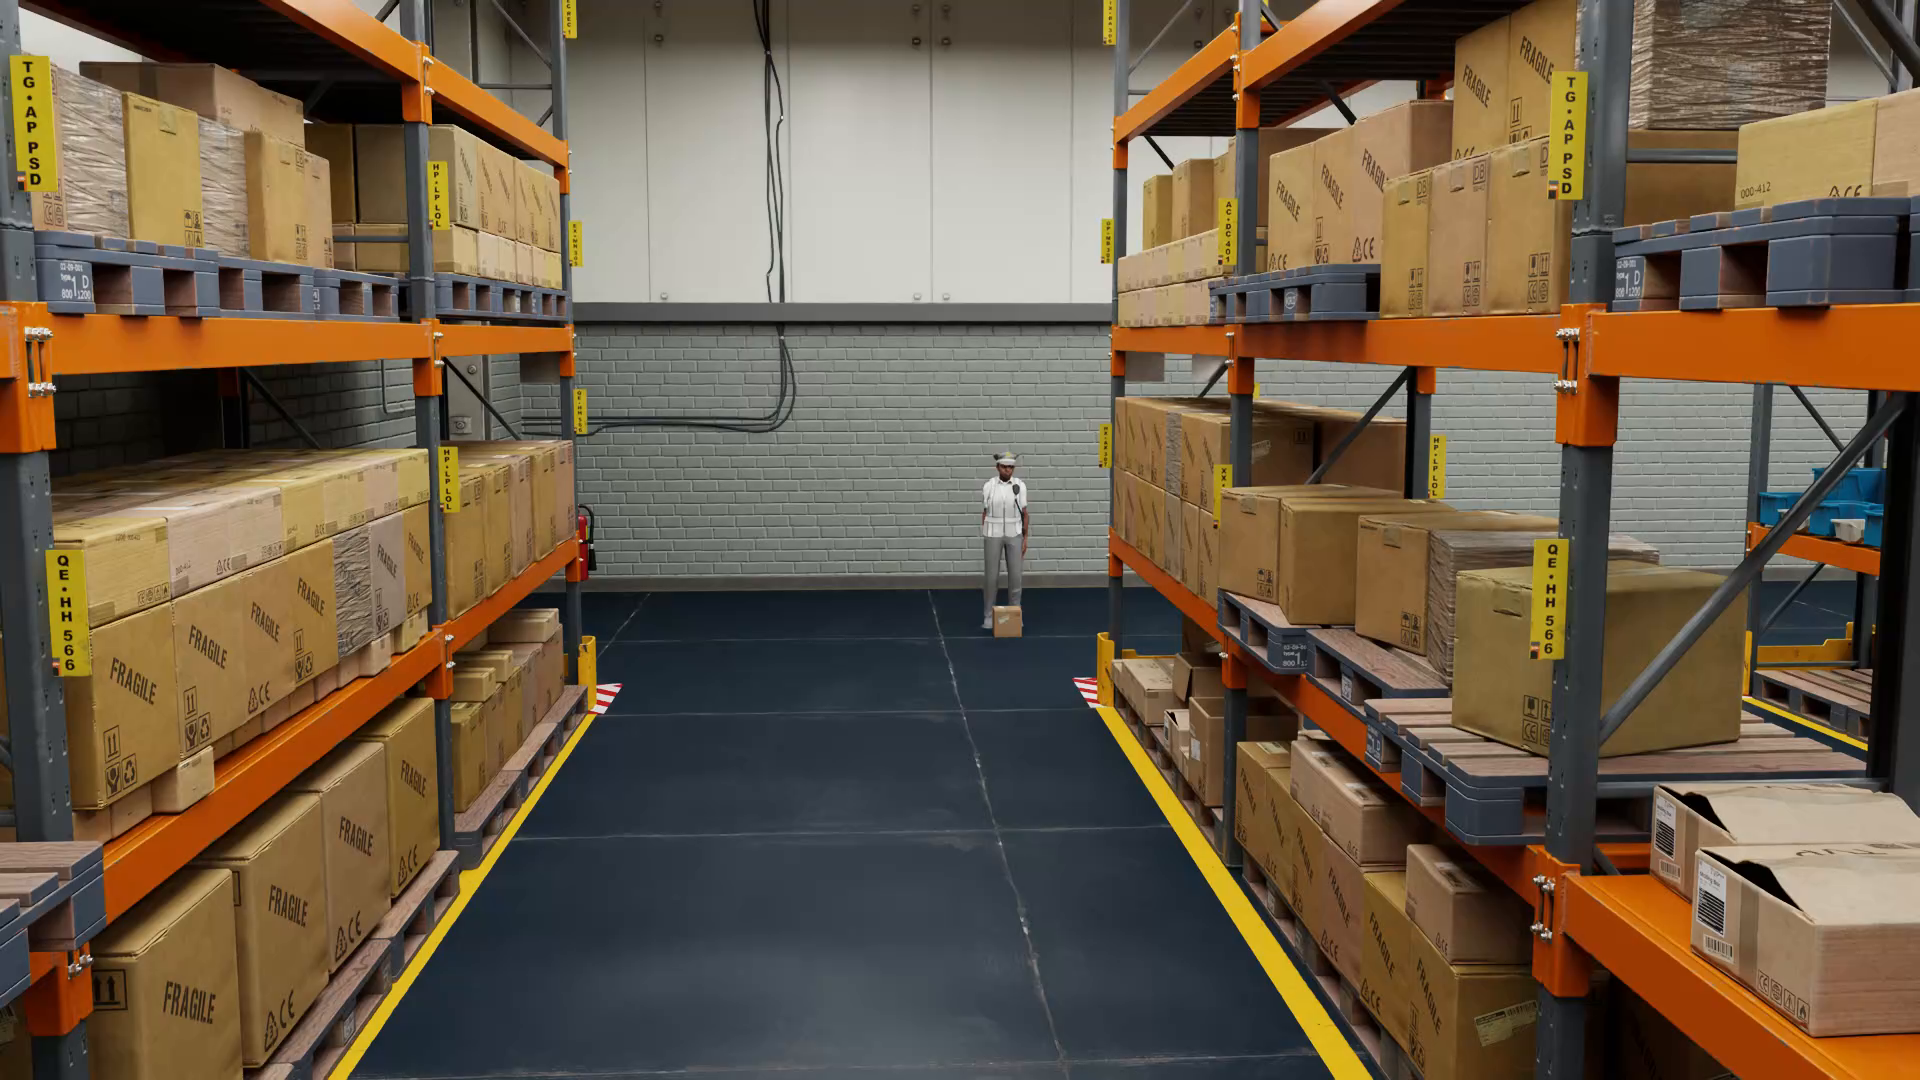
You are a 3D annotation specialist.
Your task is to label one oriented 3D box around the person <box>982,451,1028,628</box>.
[{"bbox_3d":[0.431,-0.003,15.775,0.439,1.682,0.341,0,7,-2],"label":"person"}]
